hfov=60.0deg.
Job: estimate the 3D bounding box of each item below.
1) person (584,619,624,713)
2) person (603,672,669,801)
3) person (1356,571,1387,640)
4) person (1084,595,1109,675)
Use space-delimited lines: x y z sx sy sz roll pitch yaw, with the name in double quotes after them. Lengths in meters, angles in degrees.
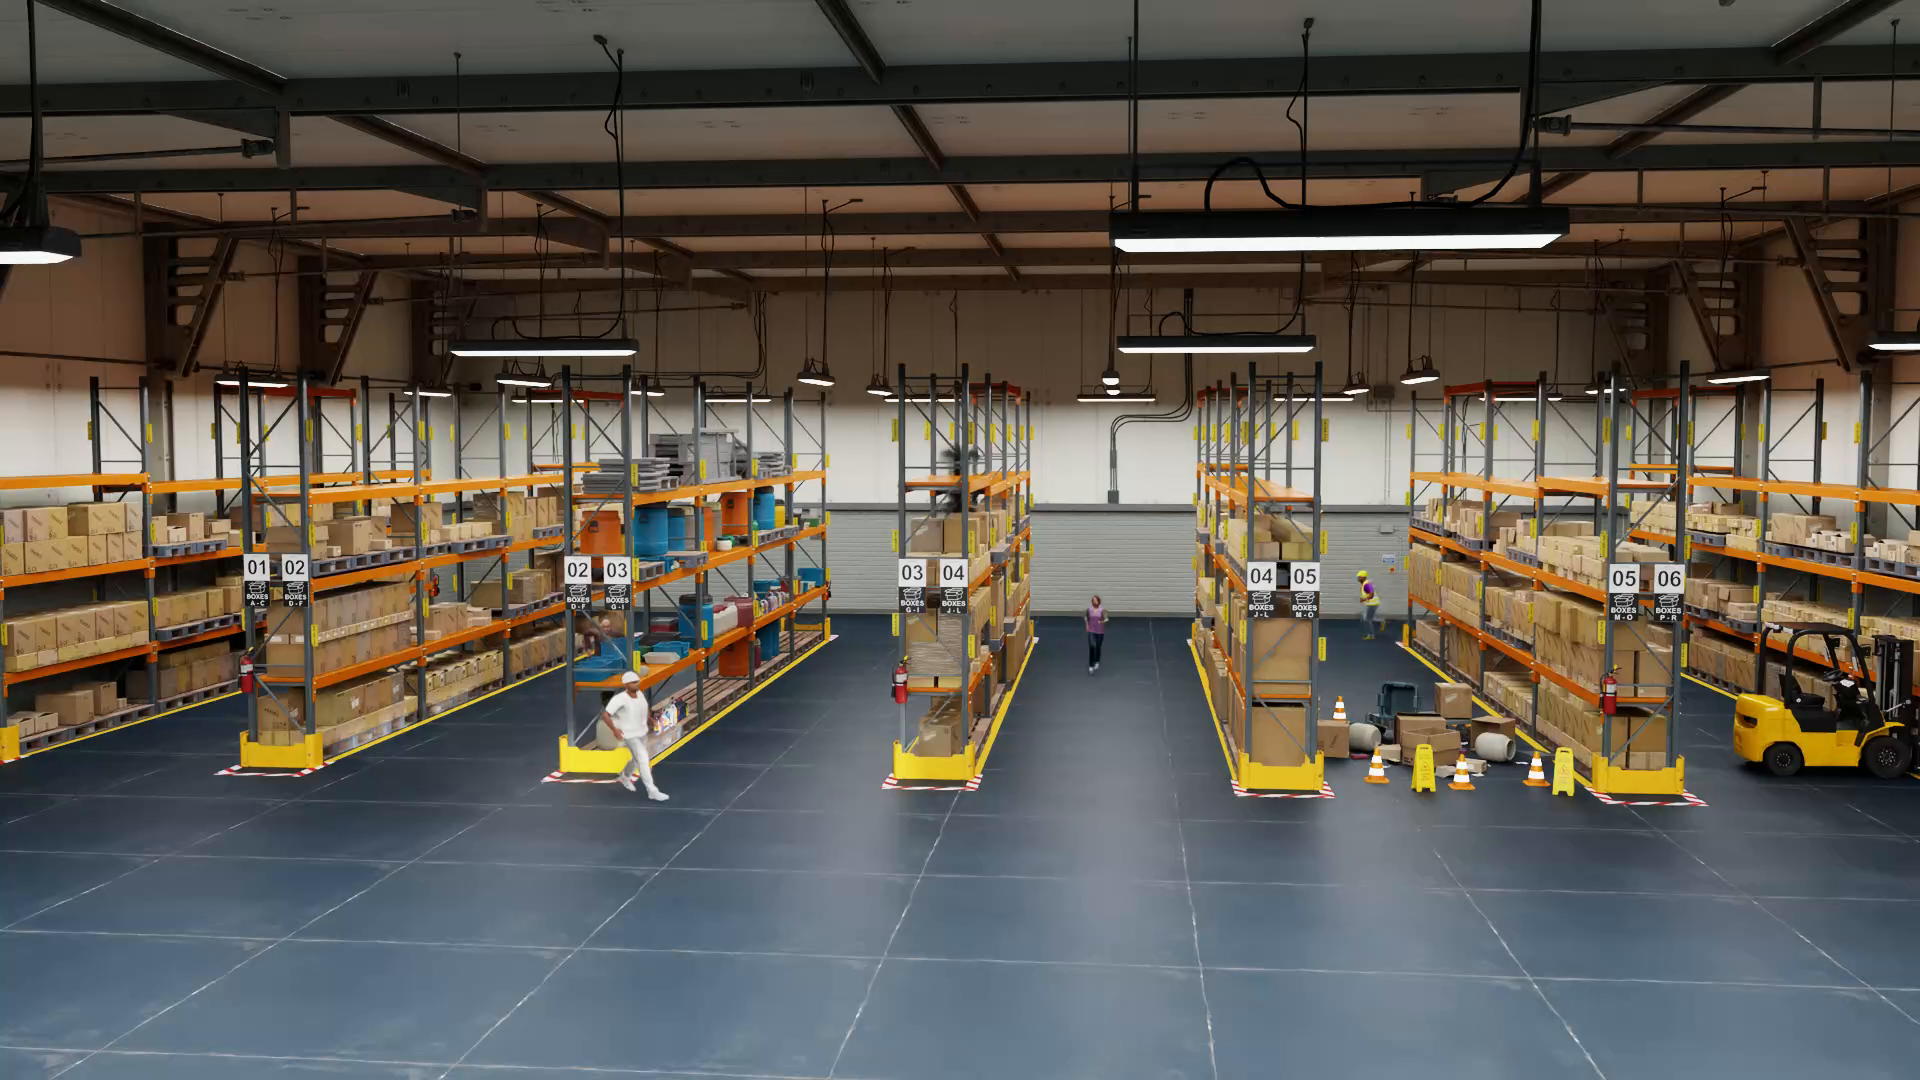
-6.406 2.260 30.081 0.760 1.745 1.065 -1 4 -9 "person"
-4.414 2.655 22.622 0.942 1.741 0.758 2 4 30 "person"
9.981 1.590 40.343 0.783 1.691 0.702 0 4 2 "person"
2.851 1.968 34.803 0.518 1.640 0.729 0 4 4 "person"
